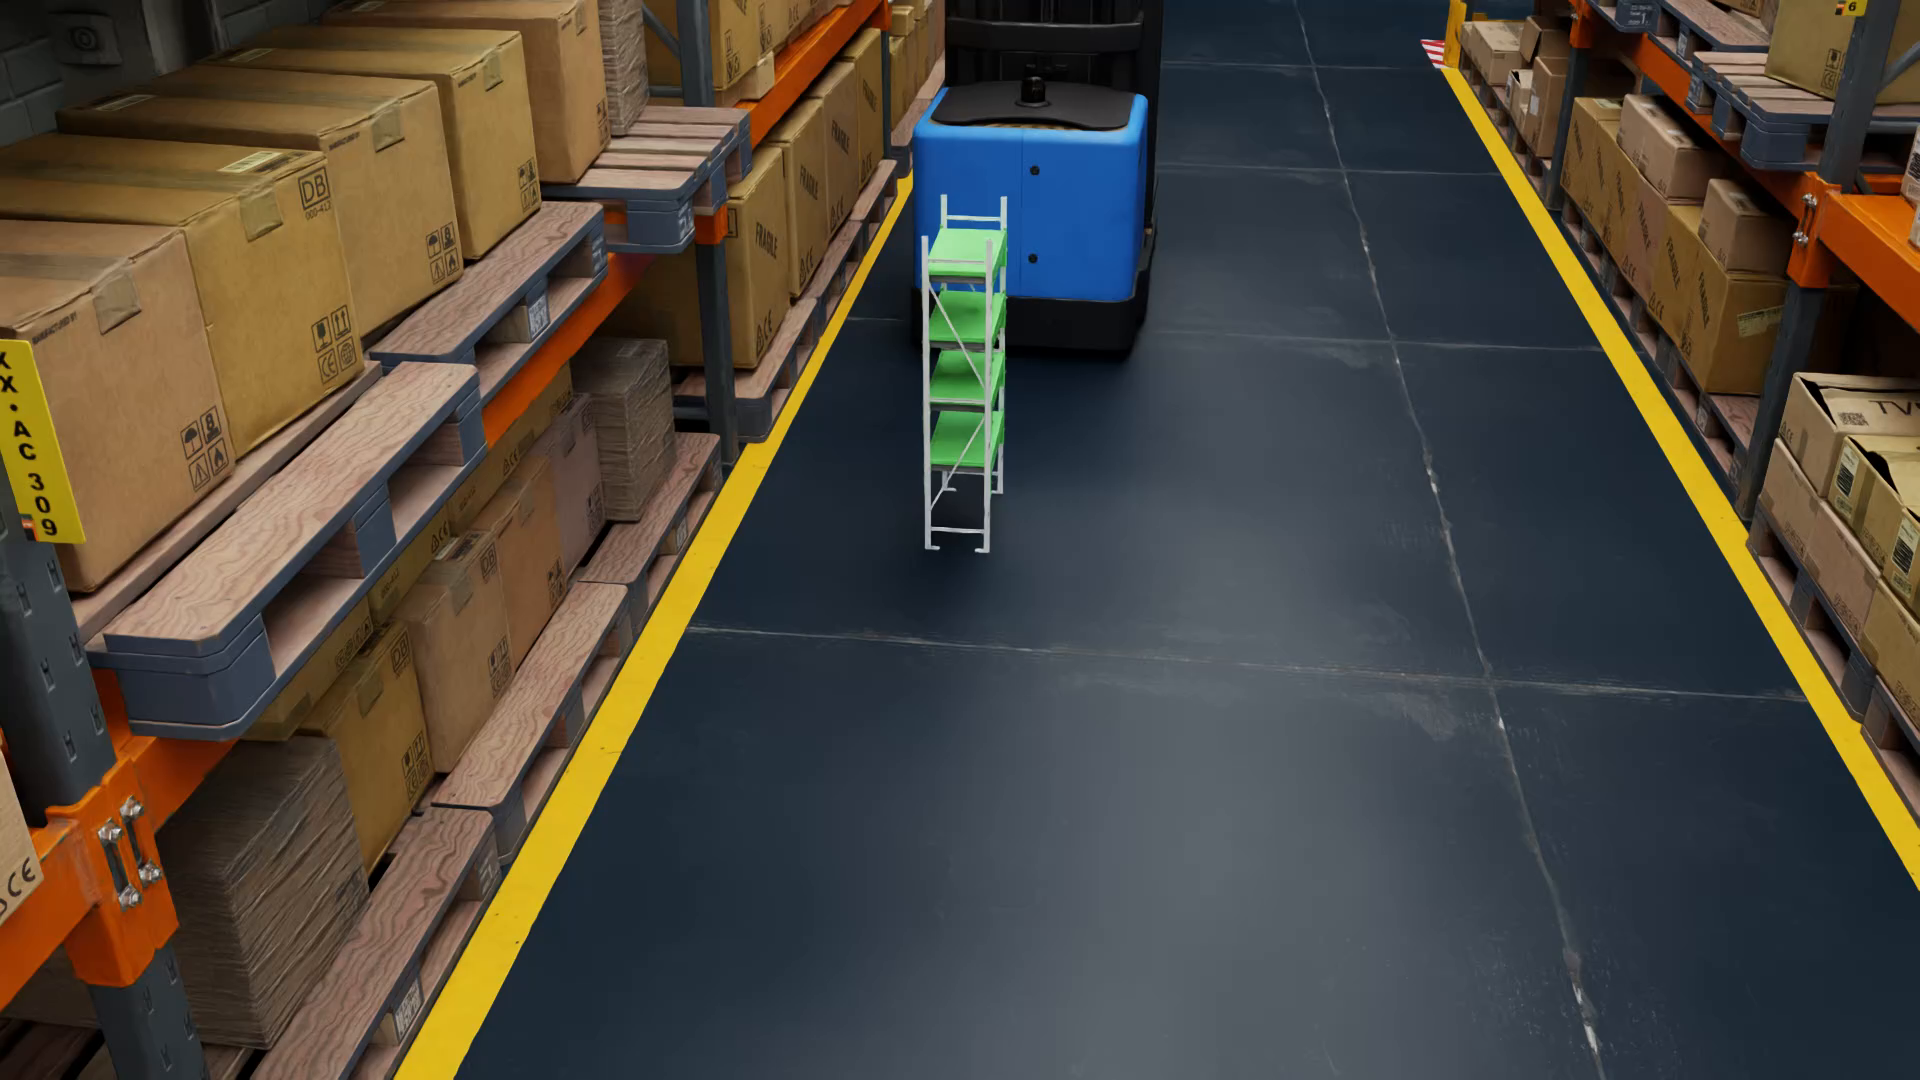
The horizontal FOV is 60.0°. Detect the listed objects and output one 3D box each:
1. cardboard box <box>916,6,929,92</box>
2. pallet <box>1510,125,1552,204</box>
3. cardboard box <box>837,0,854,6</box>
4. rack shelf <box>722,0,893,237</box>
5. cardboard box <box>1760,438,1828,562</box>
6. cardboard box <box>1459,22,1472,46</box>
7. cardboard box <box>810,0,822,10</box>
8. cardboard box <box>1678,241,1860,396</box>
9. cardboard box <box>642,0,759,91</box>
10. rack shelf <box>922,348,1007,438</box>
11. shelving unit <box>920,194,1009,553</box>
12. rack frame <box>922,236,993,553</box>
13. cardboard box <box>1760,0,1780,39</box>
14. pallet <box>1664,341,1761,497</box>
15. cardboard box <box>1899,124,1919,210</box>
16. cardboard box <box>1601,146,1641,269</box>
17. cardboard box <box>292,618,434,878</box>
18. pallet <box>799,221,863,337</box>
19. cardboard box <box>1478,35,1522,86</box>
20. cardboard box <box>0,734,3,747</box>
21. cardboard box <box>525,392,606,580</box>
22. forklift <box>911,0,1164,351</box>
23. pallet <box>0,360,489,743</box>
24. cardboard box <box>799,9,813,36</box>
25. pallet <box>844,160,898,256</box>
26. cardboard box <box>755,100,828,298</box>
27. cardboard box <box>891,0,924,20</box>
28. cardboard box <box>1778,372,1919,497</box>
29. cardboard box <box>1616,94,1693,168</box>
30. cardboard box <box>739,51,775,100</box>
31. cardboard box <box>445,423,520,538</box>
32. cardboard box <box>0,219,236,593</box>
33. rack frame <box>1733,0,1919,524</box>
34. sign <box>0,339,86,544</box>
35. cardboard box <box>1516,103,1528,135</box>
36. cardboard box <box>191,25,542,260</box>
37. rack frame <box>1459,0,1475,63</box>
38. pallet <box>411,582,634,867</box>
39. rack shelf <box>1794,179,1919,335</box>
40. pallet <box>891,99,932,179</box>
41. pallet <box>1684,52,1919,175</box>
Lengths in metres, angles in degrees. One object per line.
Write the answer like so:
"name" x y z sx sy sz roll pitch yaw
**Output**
"cardboard box" -0.604 -3.462 11.706 0.700 0.500 0.500 4 29 7
"pallet" 4.075 -2.363 10.413 1.003 0.211 1.213 3 28 6
"cardboard box" -0.746 -2.909 8.730 0.380 0.149 0.250 3 28 6
"rack shelf" -1.172 -2.295 8.106 1.077 0.370 4.000 3 28 6
"cardboard box" 3.144 -0.129 5.784 0.500 0.250 0.500 3 28 6
"cardboard box" 4.087 -3.912 12.890 0.380 0.149 0.250 3 28 6
"cardboard box" -0.912 -2.793 7.832 0.500 0.500 0.500 4 29 8
"cardboard box" 3.381 -0.932 6.988 0.500 0.500 0.500 4 29 8
"cardboard box" -1.104 -2.068 6.486 0.500 0.500 0.500 4 29 8
"rack shelf" 0.020 -0.550 6.140 0.258 0.148 0.480 3 28 6
"shelving unit" 0.020 -0.606 6.110 0.258 1.200 0.503 3 28 6
"rack frame" -0.010 -0.491 5.897 0.240 1.200 0.015 3 28 6
"cardboard box" 3.766 -2.336 6.875 0.700 0.500 0.500 9 30 16
"pallet" 3.628 -0.506 6.967 1.003 0.211 1.213 3 28 6
"cardboard box" 3.412 -1.177 5.365 0.500 0.311 0.500 5 29 9
"cardboard box" 3.565 -1.660 8.341 0.500 0.500 0.500 4 29 7
"cardboard box" -1.820 0.526 4.284 0.700 0.500 0.500 3 28 5
"pallet" -1.094 -1.382 8.593 1.003 0.211 1.213 3 28 6
"cardboard box" 4.009 -3.423 11.877 0.500 0.250 0.500 3 28 6
"cardboard box" -1.658 0.180 2.100 0.500 0.500 0.500 3 28 6
"cardboard box" -1.632 -0.186 5.604 0.700 0.500 0.500 3 28 6
"forklift" 0.504 -2.847 8.443 1.130 2.935 3.031 4 29 8
"pallet" -1.669 -0.055 3.391 1.003 0.211 1.213 3 28 6
"cardboard box" -0.931 -2.556 8.076 0.380 0.149 0.250 4 29 8
"pallet" -0.947 -1.958 9.662 1.003 0.211 1.213 3 28 6
"cardboard box" -1.083 -1.660 7.992 0.750 0.750 0.750 3 28 6
"cardboard box" -0.447 -3.666 11.401 0.380 0.149 0.250 3 28 5
"cardboard box" 3.144 -0.376 5.651 0.500 0.311 0.500 4 29 8
"cardboard box" 3.566 -2.006 8.193 0.500 0.250 0.500 3 29 6
"cardboard box" -0.991 -1.949 6.948 0.380 0.149 0.250 4 29 8
"cardboard box" -1.644 -0.245 4.923 0.500 0.250 0.500 3 28 6
"cardboard box" -1.811 -0.263 3.006 0.700 0.500 0.500 3 29 6
"rack frame" 3.499 -1.384 5.657 1.000 3.000 0.127 3 28 6
"sign" -1.368 -0.141 2.436 0.100 0.325 0.005 3 28 6
"cardboard box" 3.764 -2.671 10.586 0.380 0.149 0.250 3 28 6
"cardboard box" -1.596 -1.099 4.557 0.700 0.500 0.500 3 28 6
"rack frame" 4.480 -5.150 12.647 1.000 3.000 0.127 3 28 6
"pallet" -1.667 0.497 5.104 1.003 0.211 1.213 3 28 6
"rack shelf" 3.254 -0.126 4.080 1.077 0.370 4.000 3 28 6
"pallet" -0.756 -2.679 11.000 1.003 0.211 1.213 3 28 6
"pallet" 3.513 -1.623 6.302 1.213 0.211 1.003 3 28 6
